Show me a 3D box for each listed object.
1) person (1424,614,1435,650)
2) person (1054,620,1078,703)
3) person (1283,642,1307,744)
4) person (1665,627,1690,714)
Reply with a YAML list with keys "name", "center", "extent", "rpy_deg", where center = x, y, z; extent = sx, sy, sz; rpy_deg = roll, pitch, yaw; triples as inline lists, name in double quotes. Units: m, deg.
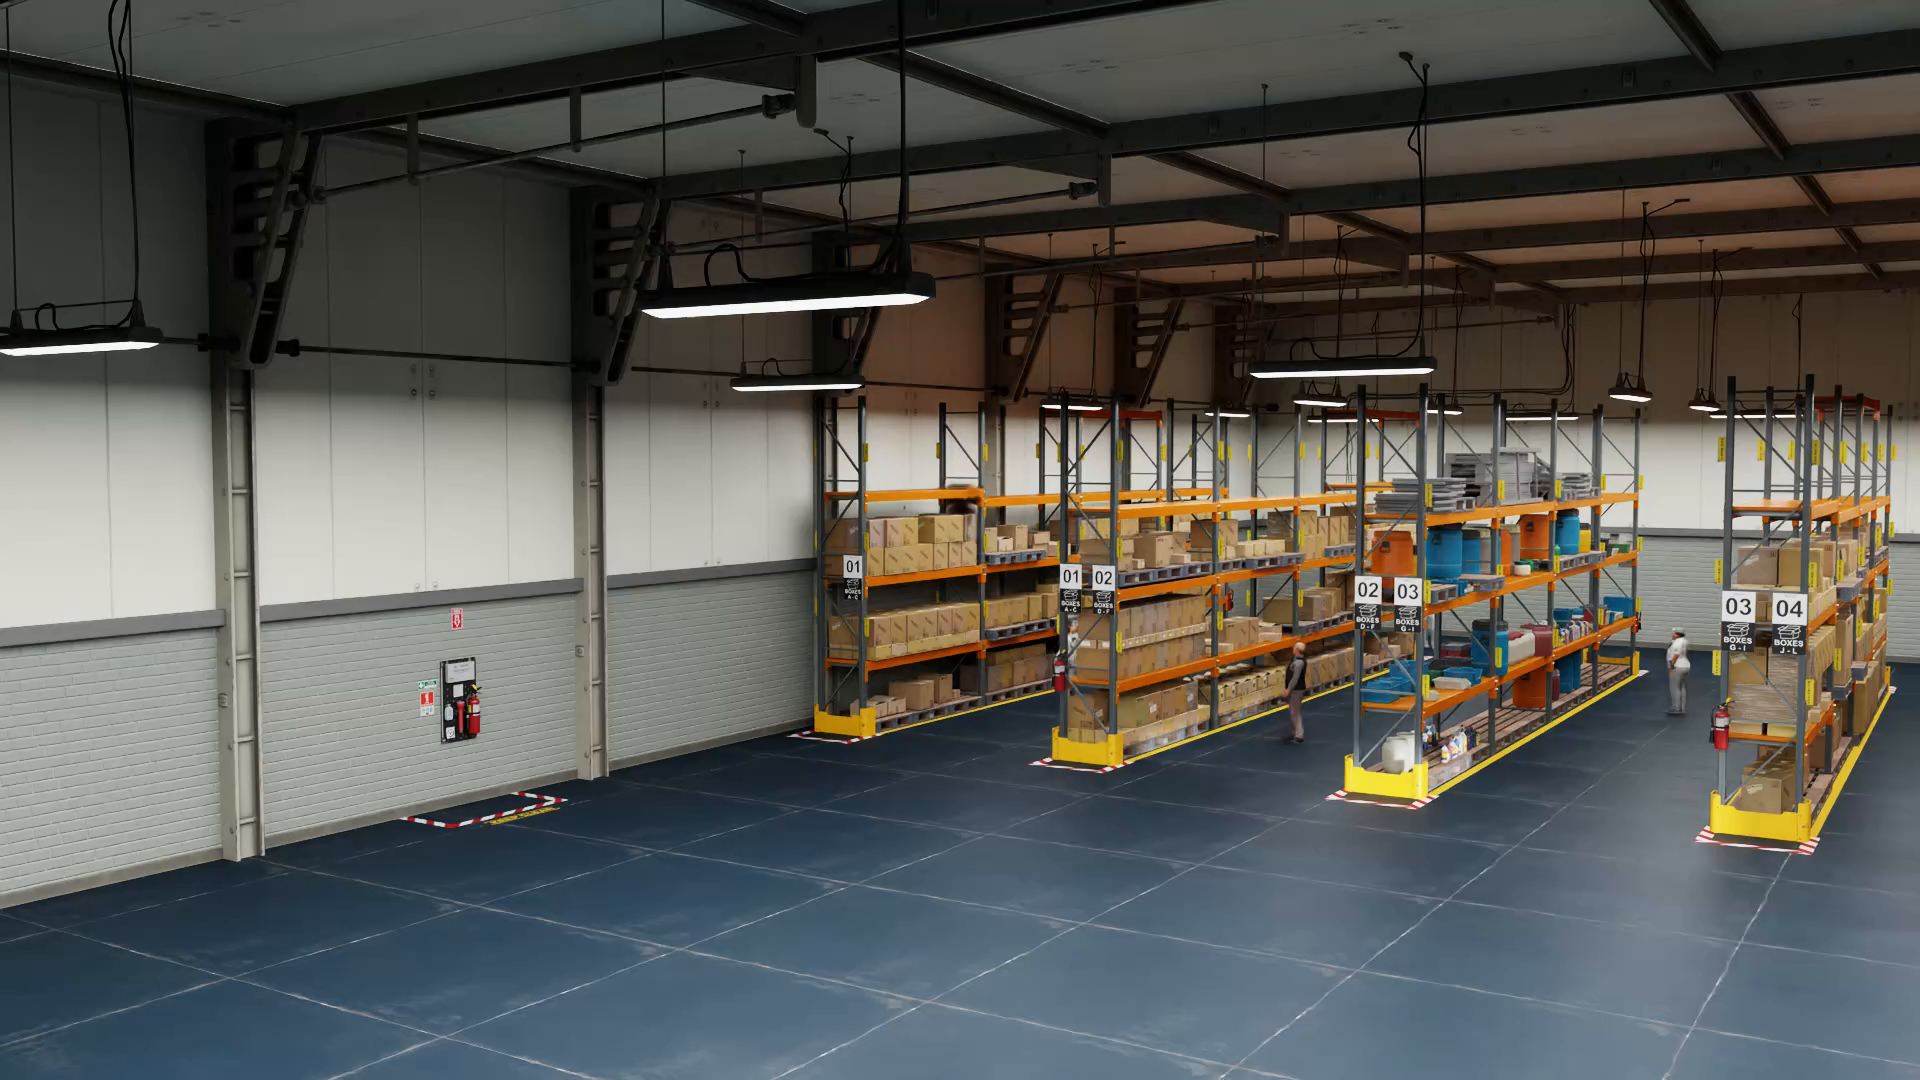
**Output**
- name: "person"
  center: [12.016, 1.954, 42.562]
  extent: [0.495, 1.697, 0.526]
  rpy_deg: [1, 3, 17]
- name: "person"
  center: [2.198, 2.424, 33.342]
  extent: [0.564, 1.632, 0.971]
  rpy_deg: [2, 3, 30]
- name: "person"
  center: [5.798, 2.647, 28.792]
  extent: [0.448, 1.755, 0.574]
  rpy_deg: [0, 3, 3]
- name: "person"
  center: [13.737, 2.494, 31.837]
  extent: [0.406, 1.675, 0.498]
  rpy_deg: [3, 4, 42]
